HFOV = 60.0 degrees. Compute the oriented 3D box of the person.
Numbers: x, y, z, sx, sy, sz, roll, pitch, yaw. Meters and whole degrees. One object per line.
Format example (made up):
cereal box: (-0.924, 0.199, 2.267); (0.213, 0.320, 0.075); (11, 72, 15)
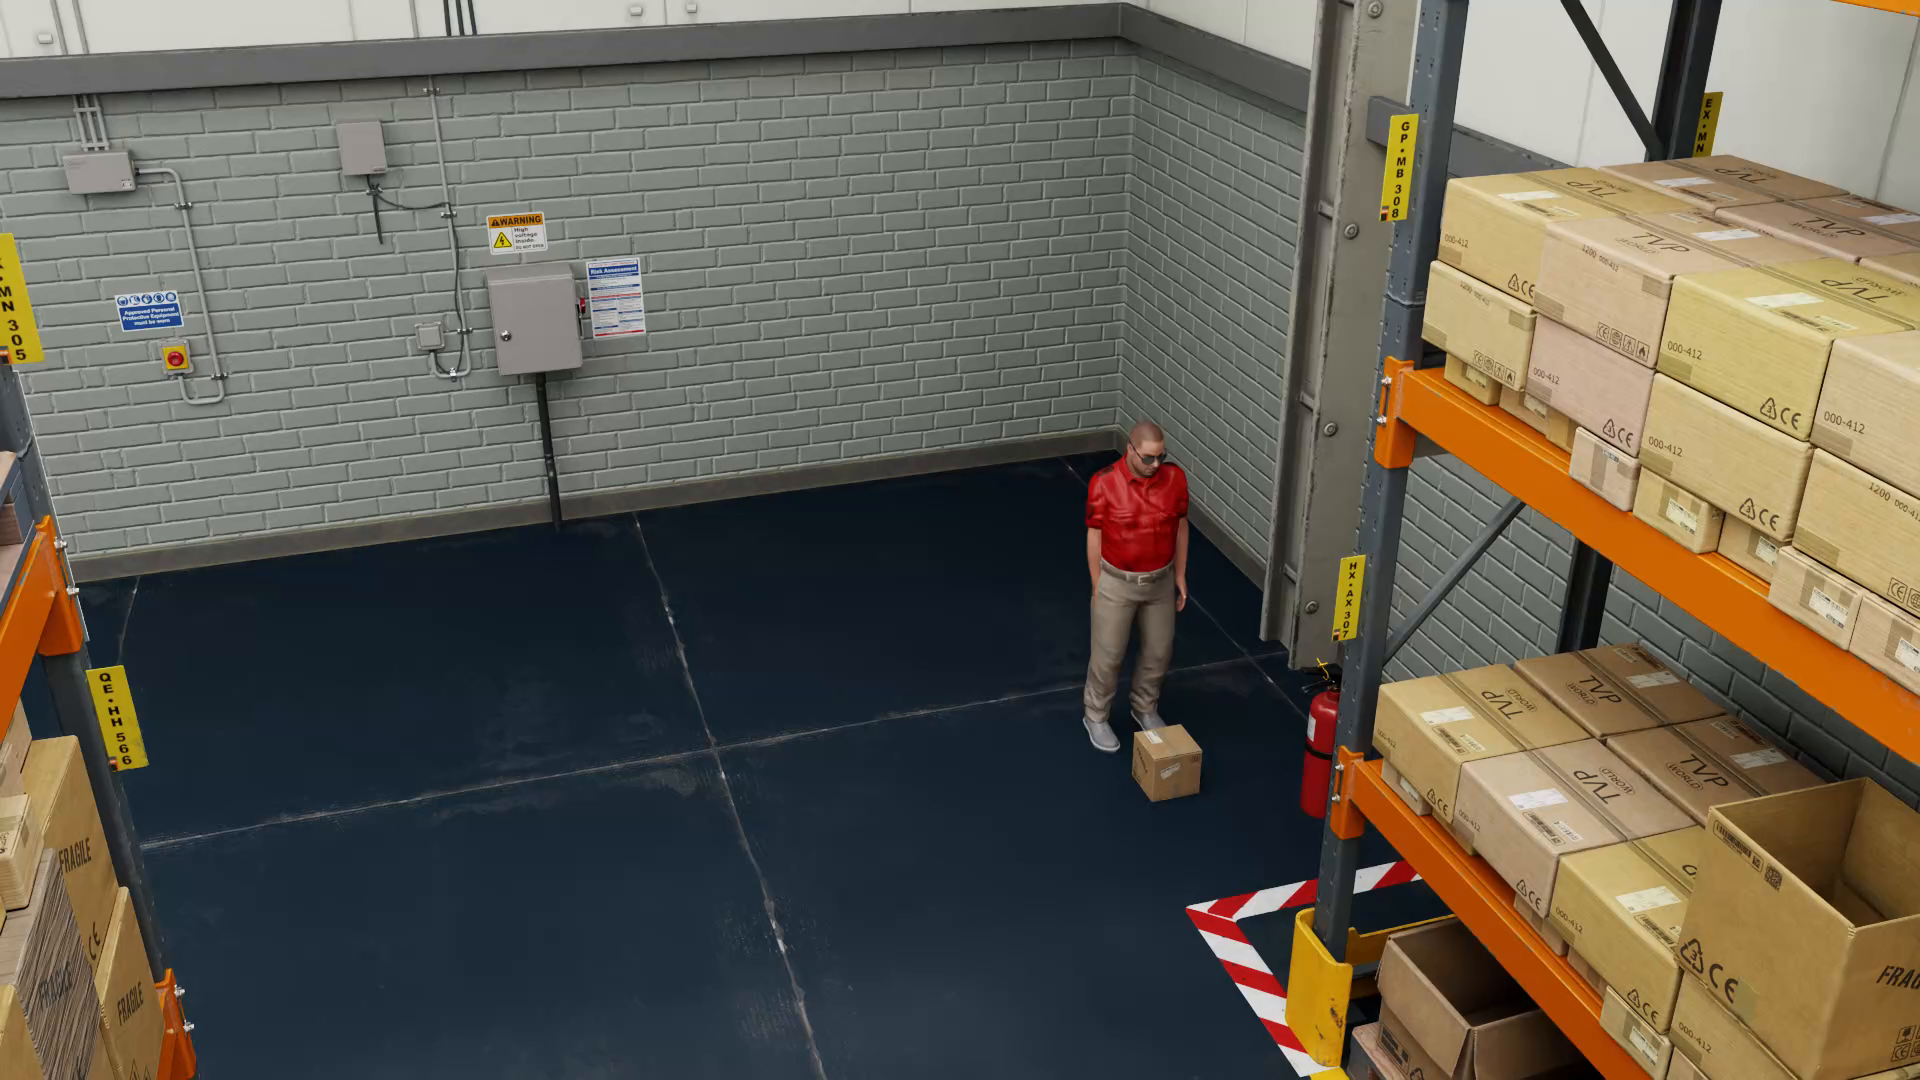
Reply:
person: (0.880, 0.220, 8.202); (0.531, 1.720, 0.358); (-8, 27, -15)
